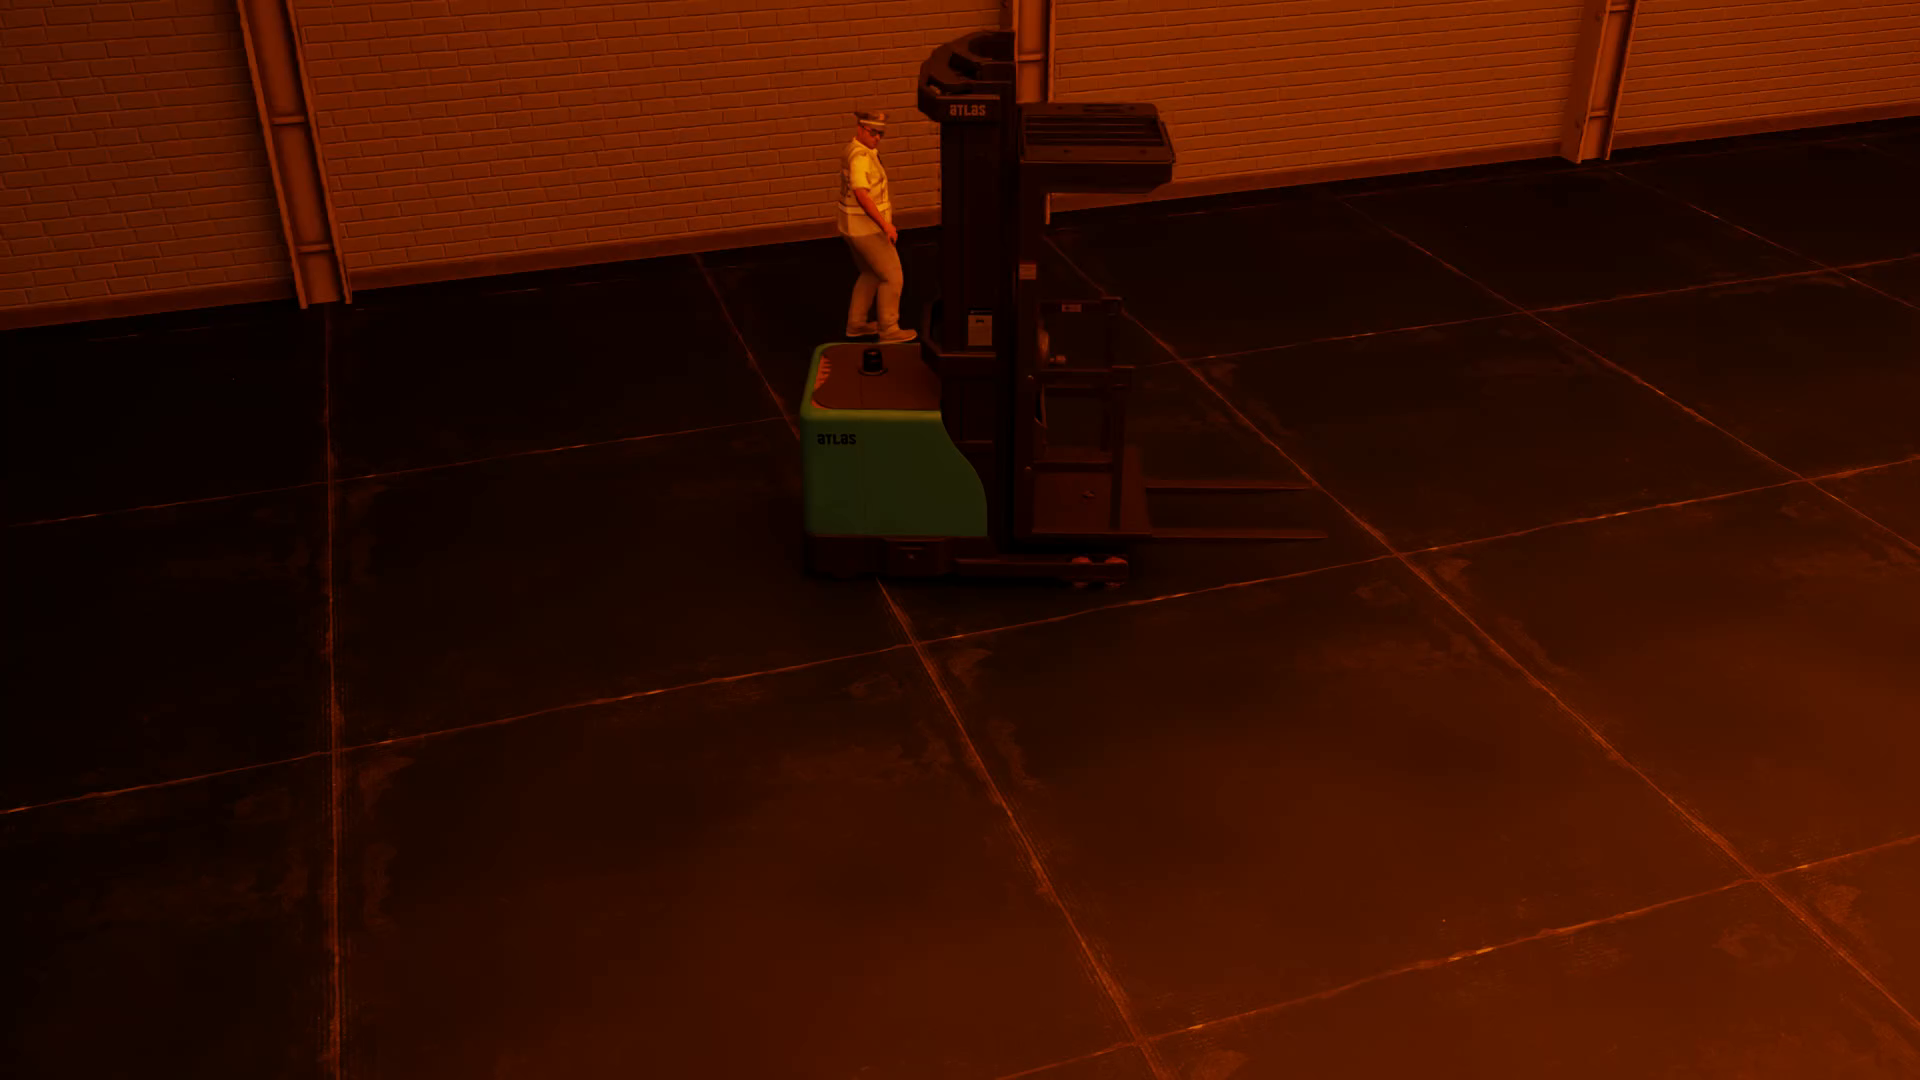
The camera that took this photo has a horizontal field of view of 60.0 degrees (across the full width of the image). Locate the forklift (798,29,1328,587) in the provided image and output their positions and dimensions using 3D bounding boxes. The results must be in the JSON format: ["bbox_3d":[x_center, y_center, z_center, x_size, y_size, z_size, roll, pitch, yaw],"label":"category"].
[{"bbox_3d":[0.616,-1.272,9.298,3.031,2.935,1.130,0,30,1],"label":"forklift"}]

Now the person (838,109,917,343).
[{"bbox_3d":[-0.640,-2.329,12.339,0.531,1.735,0.737,-12,32,-20],"label":"person"}]
